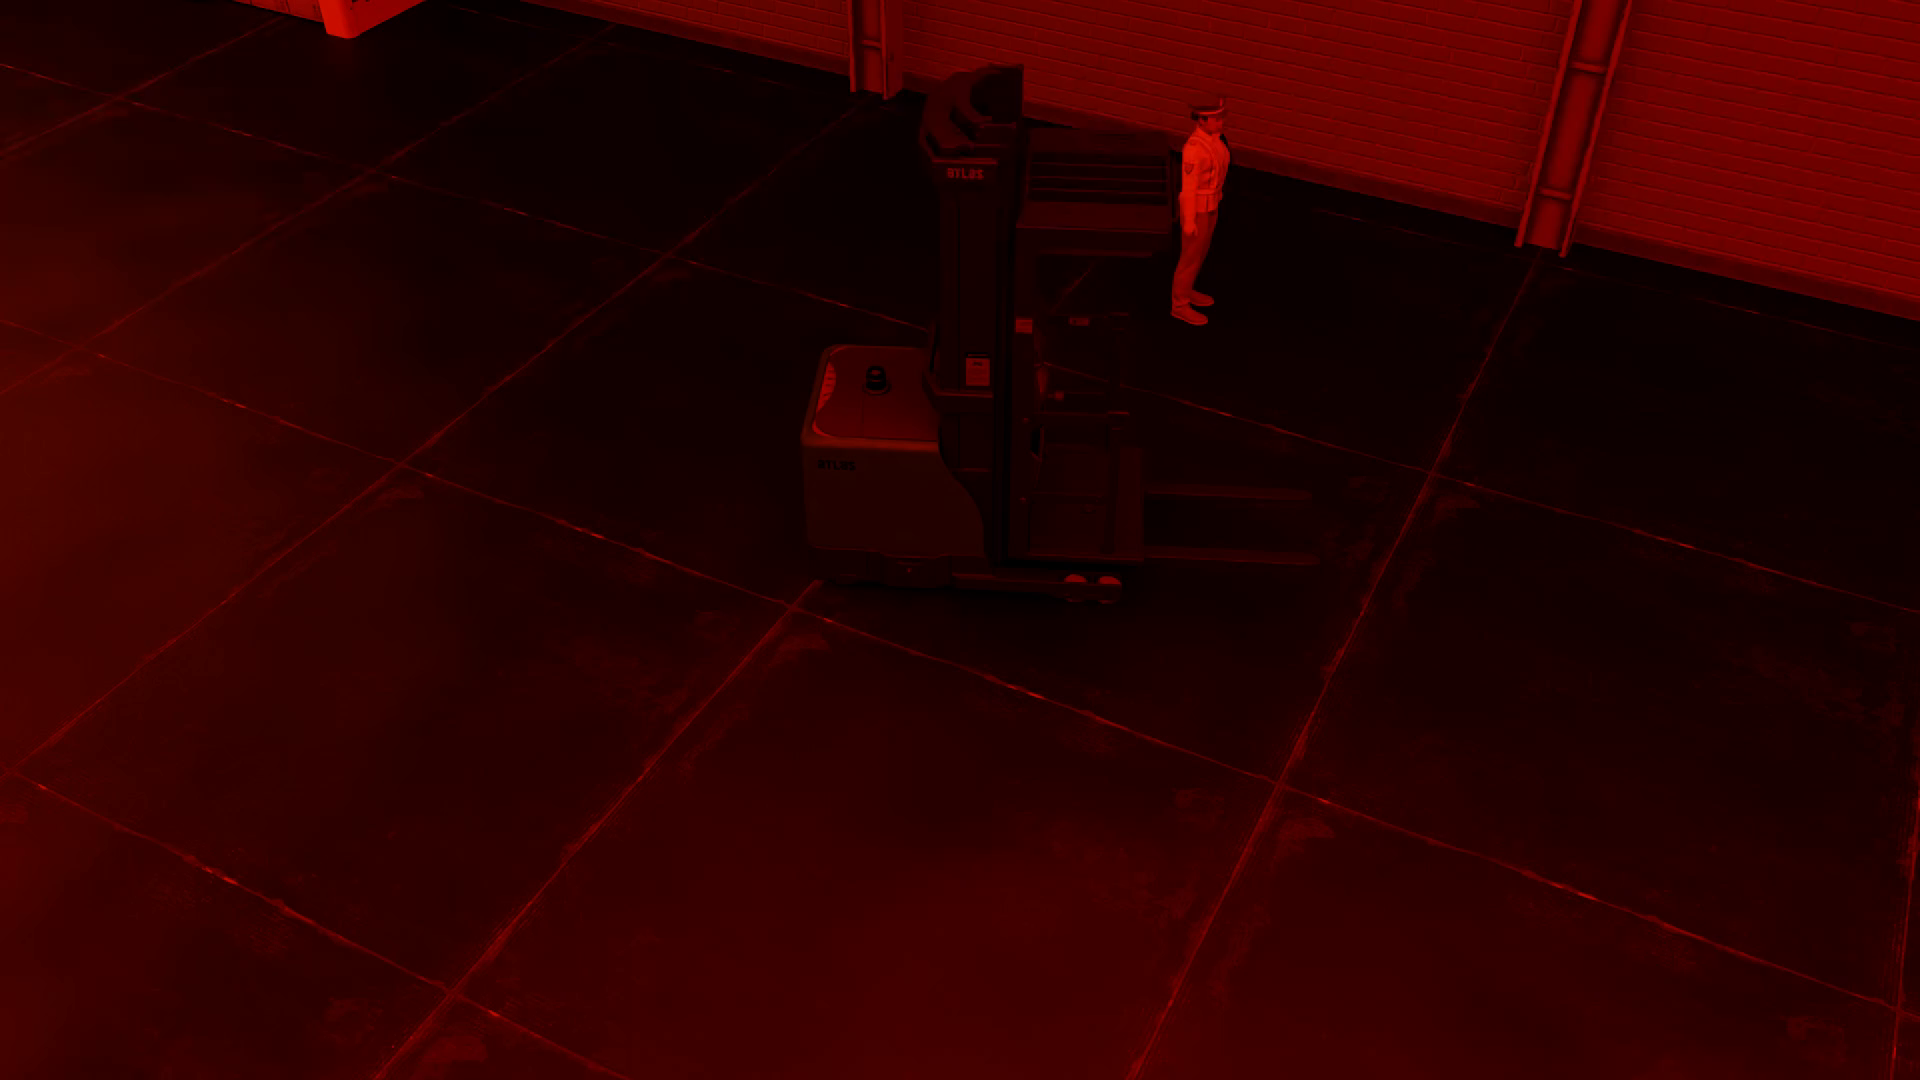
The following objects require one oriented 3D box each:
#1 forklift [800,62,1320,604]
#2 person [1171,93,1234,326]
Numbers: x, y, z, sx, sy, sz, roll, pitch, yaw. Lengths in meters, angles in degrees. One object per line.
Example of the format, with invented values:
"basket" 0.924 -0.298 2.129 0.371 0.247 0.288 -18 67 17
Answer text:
"forklift" 0.628 -1.102 9.295 3.031 2.935 1.130 3 40 3
"person" 1.710 -2.354 11.752 0.343 1.688 0.504 15 42 17
